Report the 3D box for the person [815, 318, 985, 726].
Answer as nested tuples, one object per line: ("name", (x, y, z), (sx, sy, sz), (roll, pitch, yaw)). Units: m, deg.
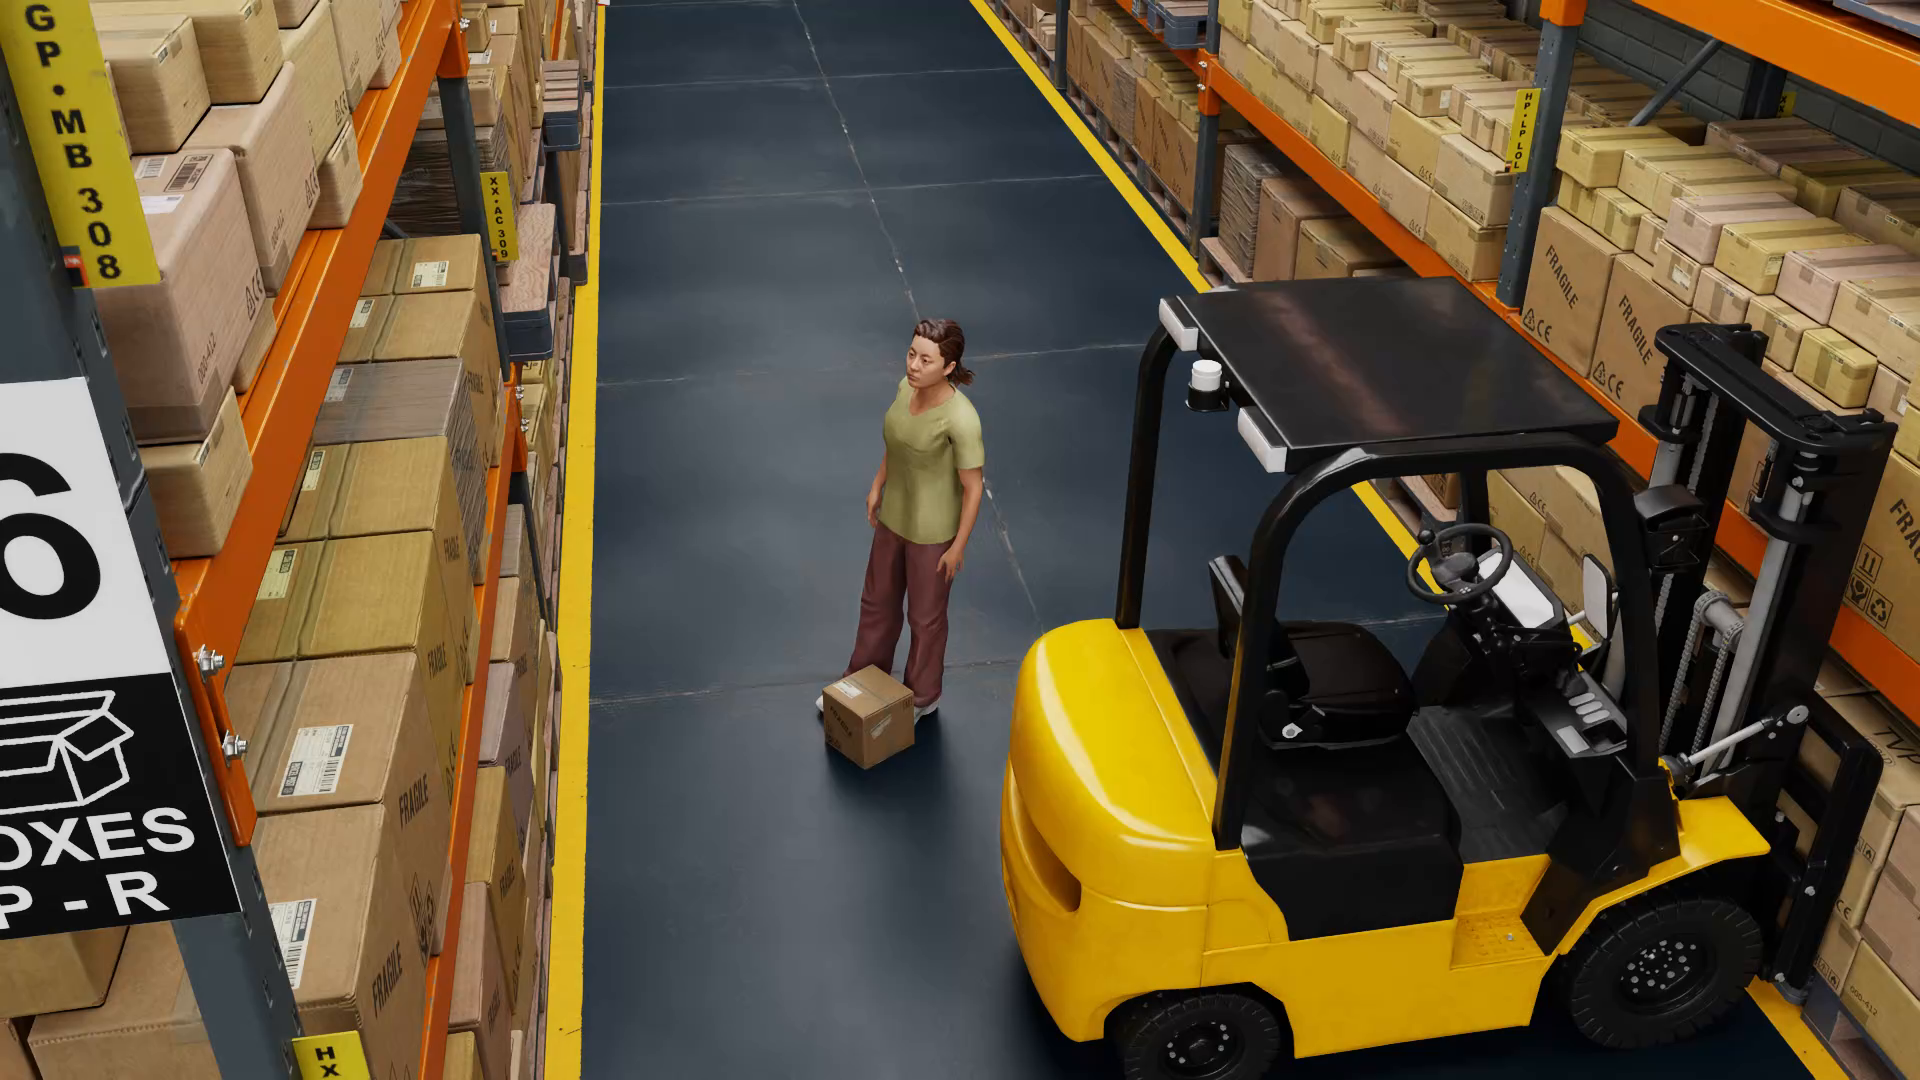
("person", (-0.206, -0.026, 6.159), (0.549, 1.676, 0.553), (-23, 38, -33))
